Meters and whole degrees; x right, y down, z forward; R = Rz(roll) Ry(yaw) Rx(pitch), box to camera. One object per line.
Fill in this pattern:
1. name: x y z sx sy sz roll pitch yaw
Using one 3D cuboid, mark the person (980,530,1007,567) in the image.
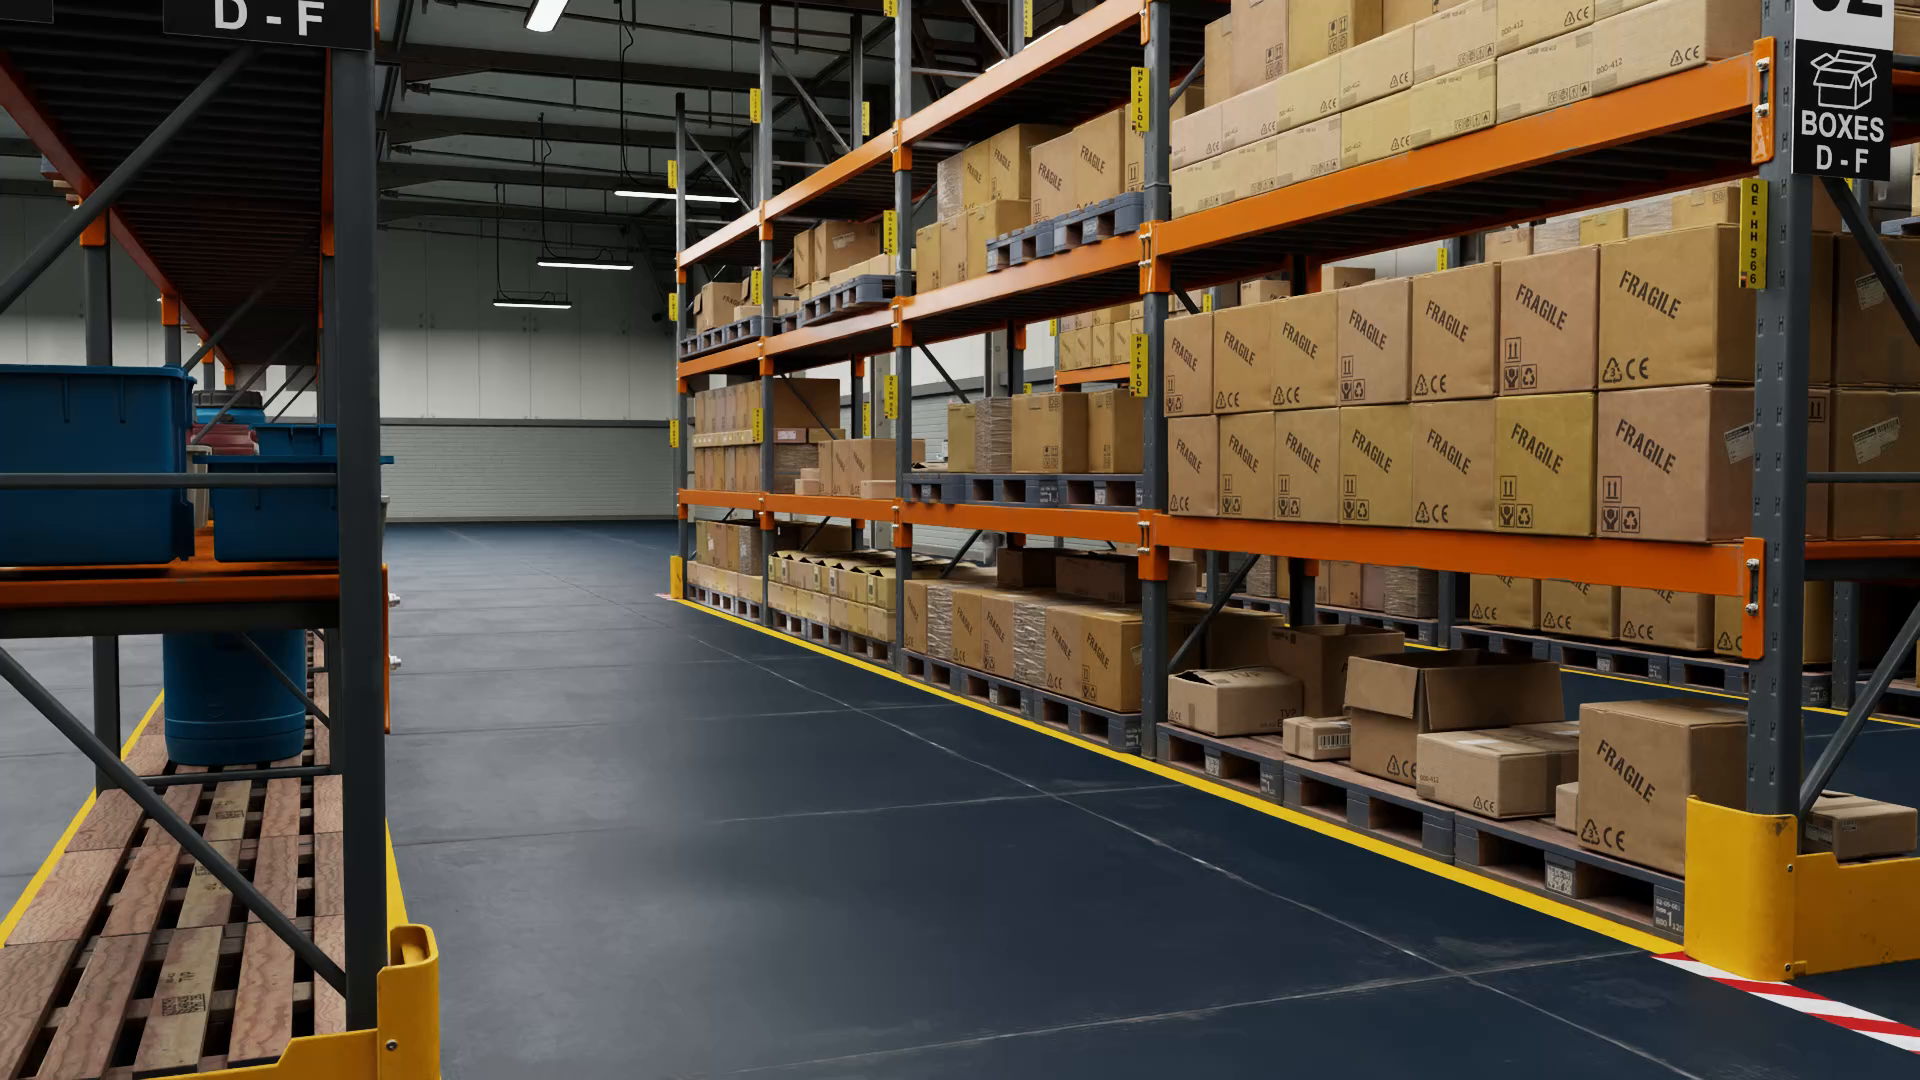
1. person: 0.467 -0.092 18.698 0.500 1.669 0.560 1 2 14
